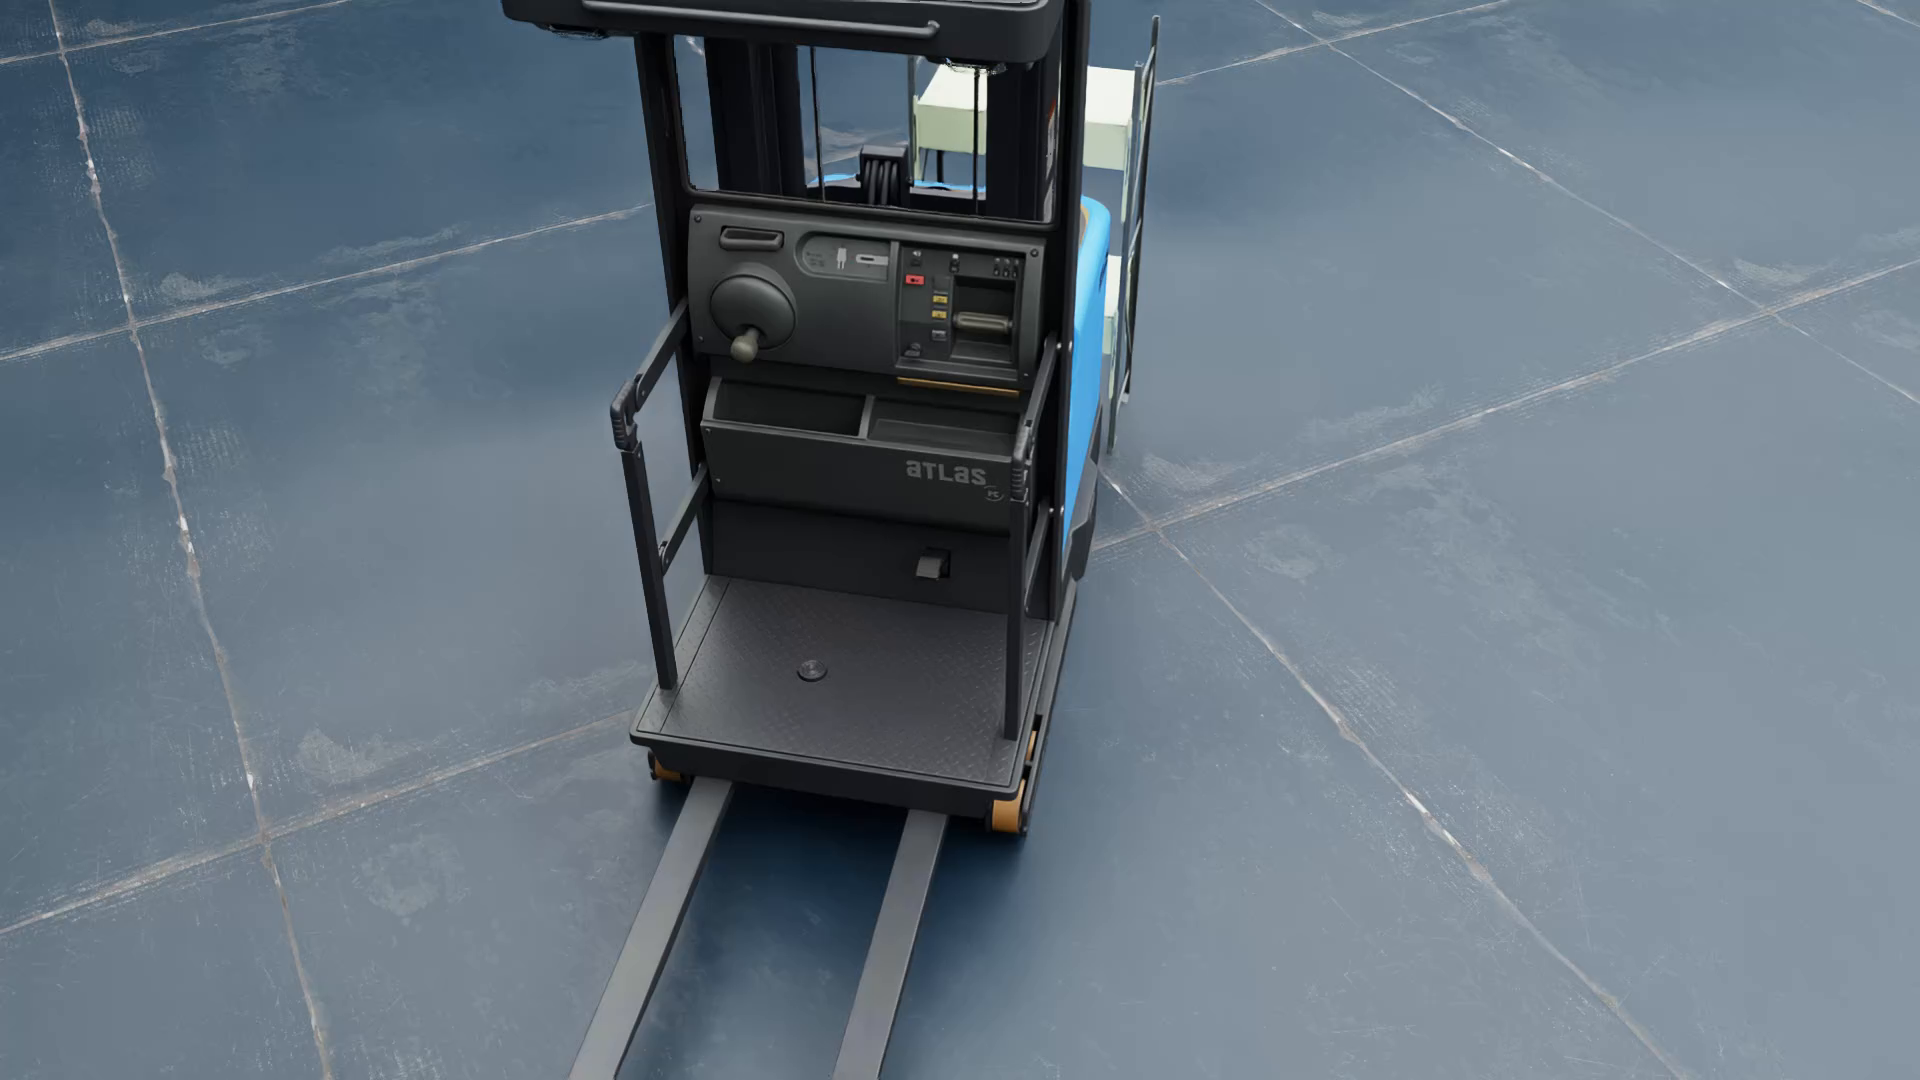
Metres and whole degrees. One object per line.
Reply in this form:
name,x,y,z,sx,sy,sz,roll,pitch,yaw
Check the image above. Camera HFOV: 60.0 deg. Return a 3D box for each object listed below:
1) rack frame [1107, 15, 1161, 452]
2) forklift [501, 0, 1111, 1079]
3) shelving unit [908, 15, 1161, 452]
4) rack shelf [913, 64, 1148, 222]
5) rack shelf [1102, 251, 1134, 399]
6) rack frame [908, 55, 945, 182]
rack frame,0.601,-1.025,5.800,0.023,1.500,0.400,9,41,10
forklift,-0.290,-0.544,4.125,1.130,2.935,3.031,7,41,9
shelving unit,0.246,-1.080,5.865,0.755,1.500,0.431,9,41,10
rack shelf,0.246,-1.378,5.613,0.720,0.370,0.431,9,41,10
rack shelf,0.245,-0.831,6.076,0.720,0.370,0.431,9,41,10
rack frame,-0.110,-1.136,5.931,0.023,1.500,0.400,9,41,10
